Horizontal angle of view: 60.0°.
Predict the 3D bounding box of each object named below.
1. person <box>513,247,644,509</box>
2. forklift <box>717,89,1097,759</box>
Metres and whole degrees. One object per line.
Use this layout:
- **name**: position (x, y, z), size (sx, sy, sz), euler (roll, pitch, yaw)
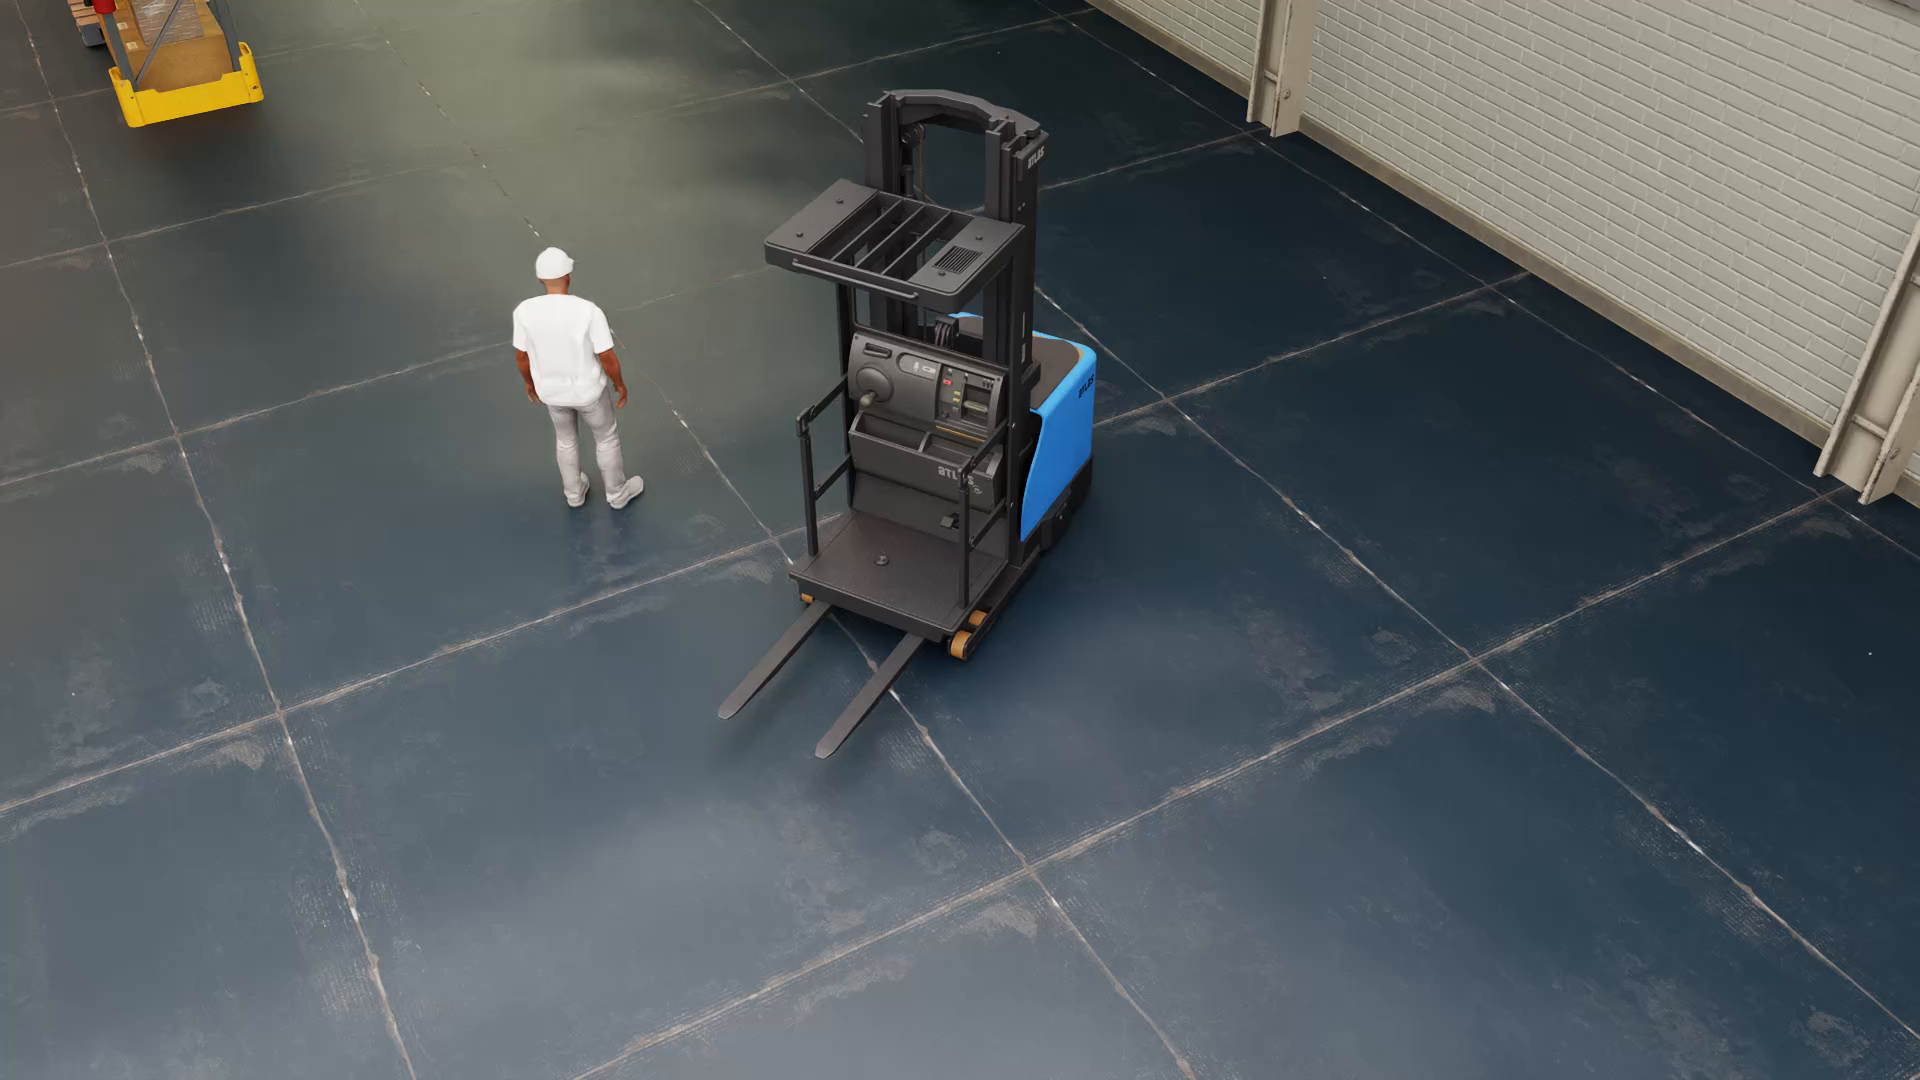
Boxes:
- **person**: position (-2.344, -0.955, 10.108), size (0.629, 1.759, 0.460), euler (4, 40, 5)
- **forklift**: position (-0.292, -0.775, 8.971), size (1.130, 2.935, 3.031), euler (19, 43, 21)
